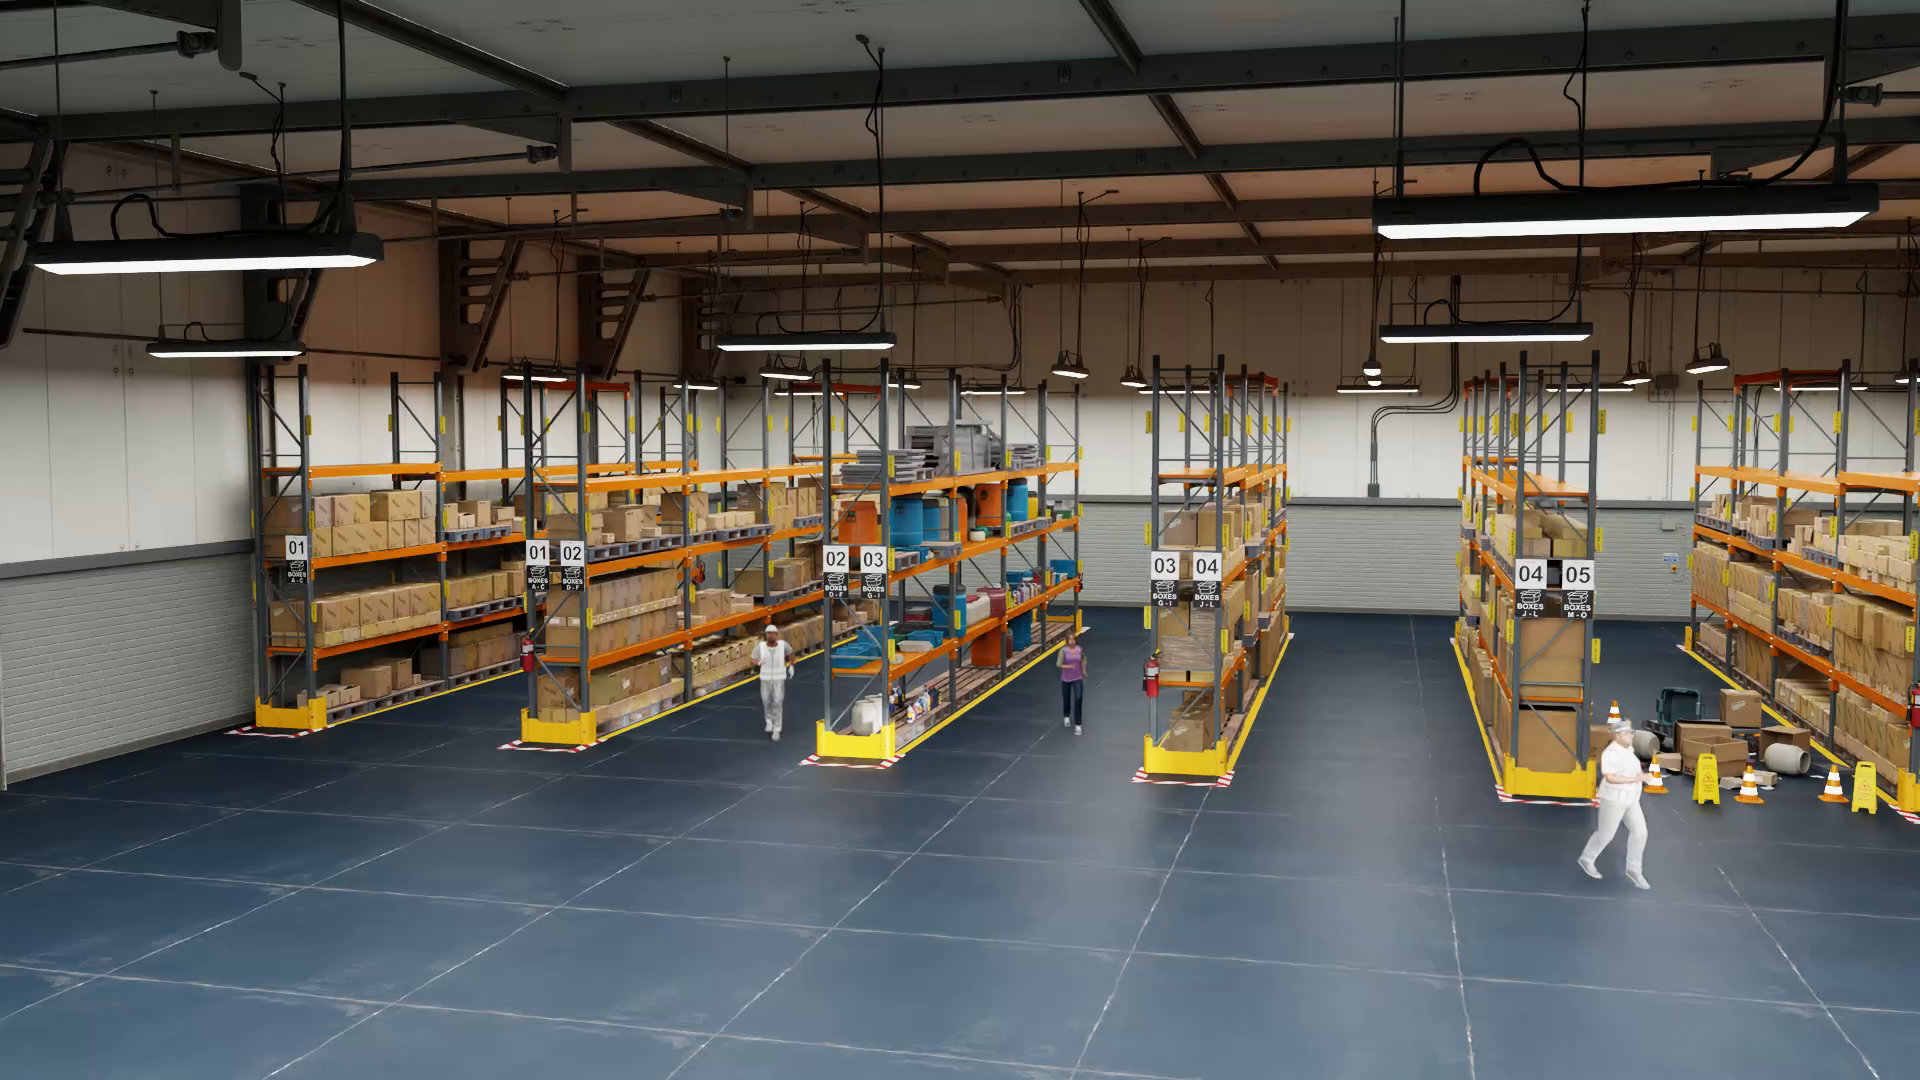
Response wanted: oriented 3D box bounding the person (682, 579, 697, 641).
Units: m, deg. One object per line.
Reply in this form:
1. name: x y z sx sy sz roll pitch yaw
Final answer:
1. person: -5.773 1.708 35.868 0.594 1.743 0.729 1 4 16

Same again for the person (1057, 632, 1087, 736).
1. person: 1.831 2.315 27.141 0.503 1.632 0.785 0 4 -3

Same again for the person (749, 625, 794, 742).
1. person: -3.014 2.251 26.615 0.704 1.813 0.906 0 4 -2

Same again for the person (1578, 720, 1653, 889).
1. person: 7.170 2.870 18.141 0.652 1.863 0.832 -3 5 -35
